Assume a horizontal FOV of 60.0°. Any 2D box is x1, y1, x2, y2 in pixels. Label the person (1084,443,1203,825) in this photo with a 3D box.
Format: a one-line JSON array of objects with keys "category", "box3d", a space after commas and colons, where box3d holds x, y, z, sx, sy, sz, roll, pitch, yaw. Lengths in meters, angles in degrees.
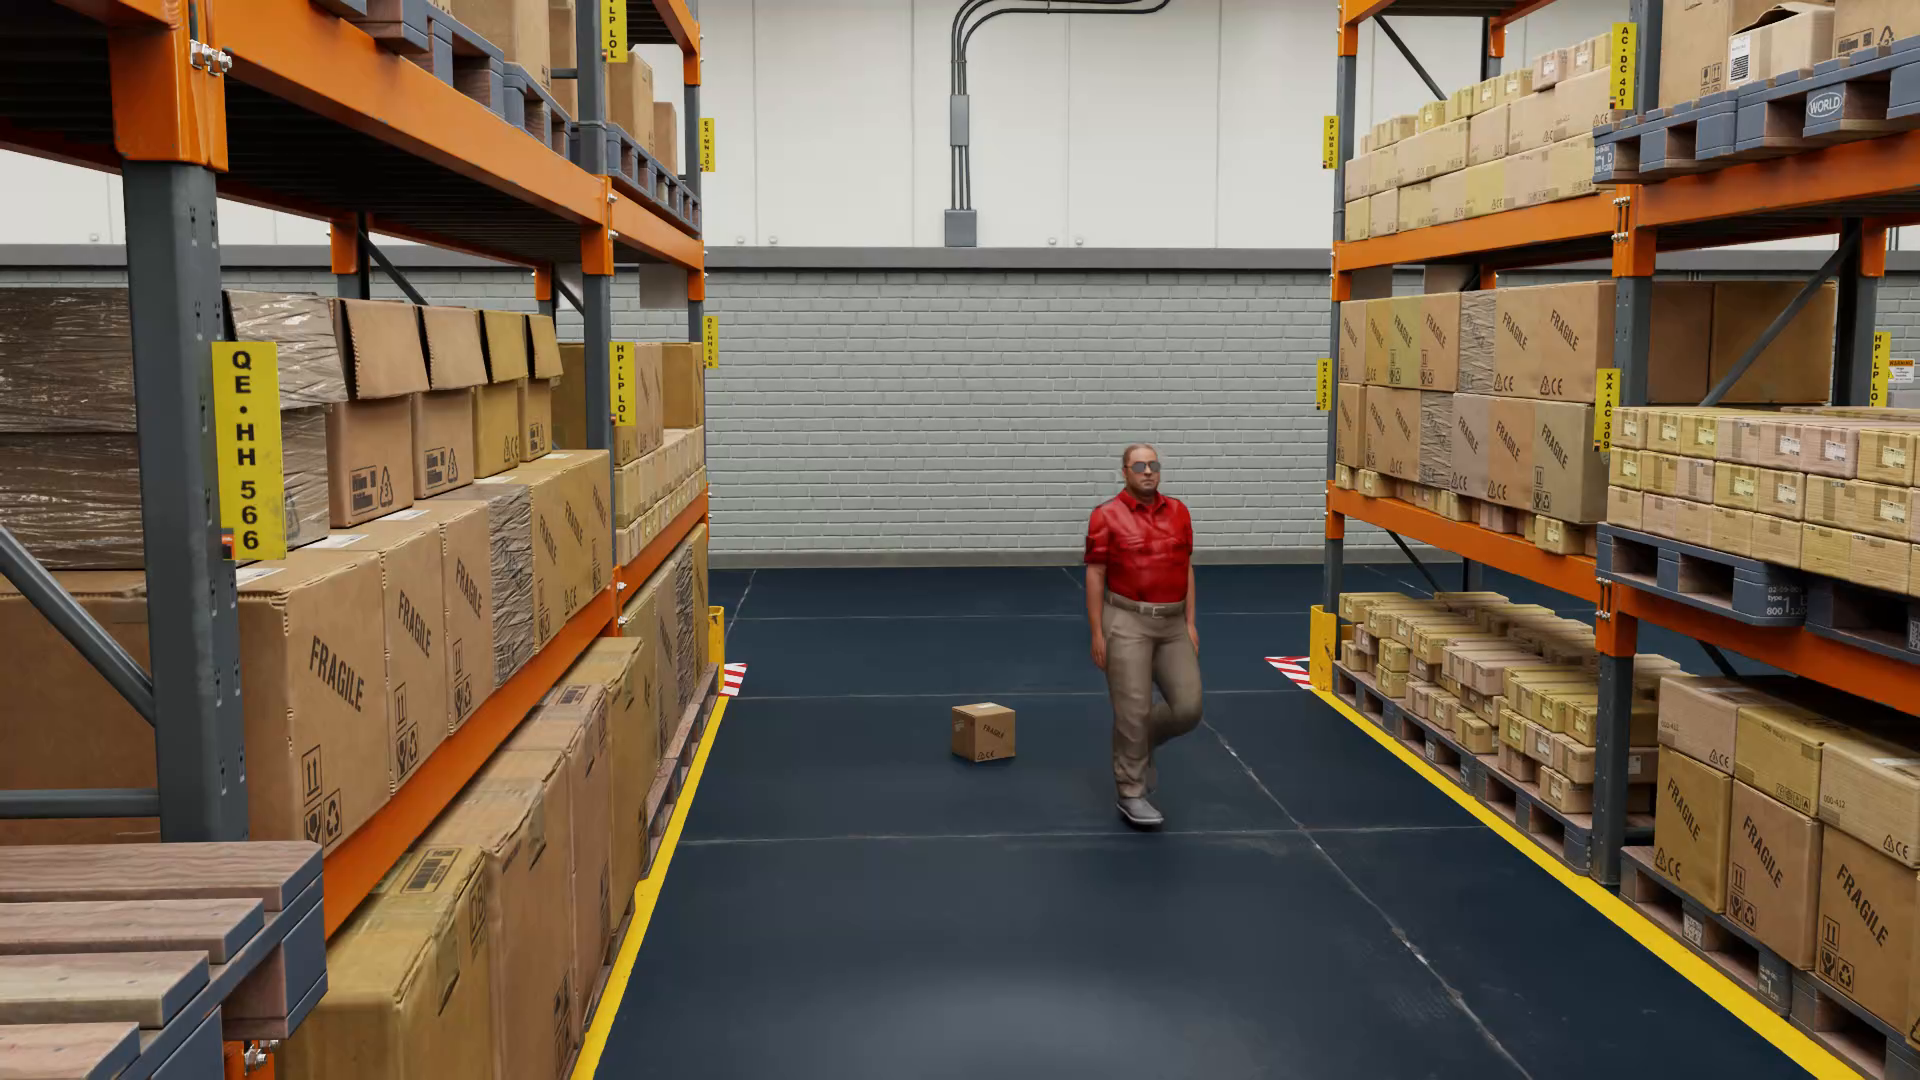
[{"category": "person", "box3d": [0.842, 0.409, 7.672, 0.554, 1.713, 0.577, -3, 7, -22]}]
